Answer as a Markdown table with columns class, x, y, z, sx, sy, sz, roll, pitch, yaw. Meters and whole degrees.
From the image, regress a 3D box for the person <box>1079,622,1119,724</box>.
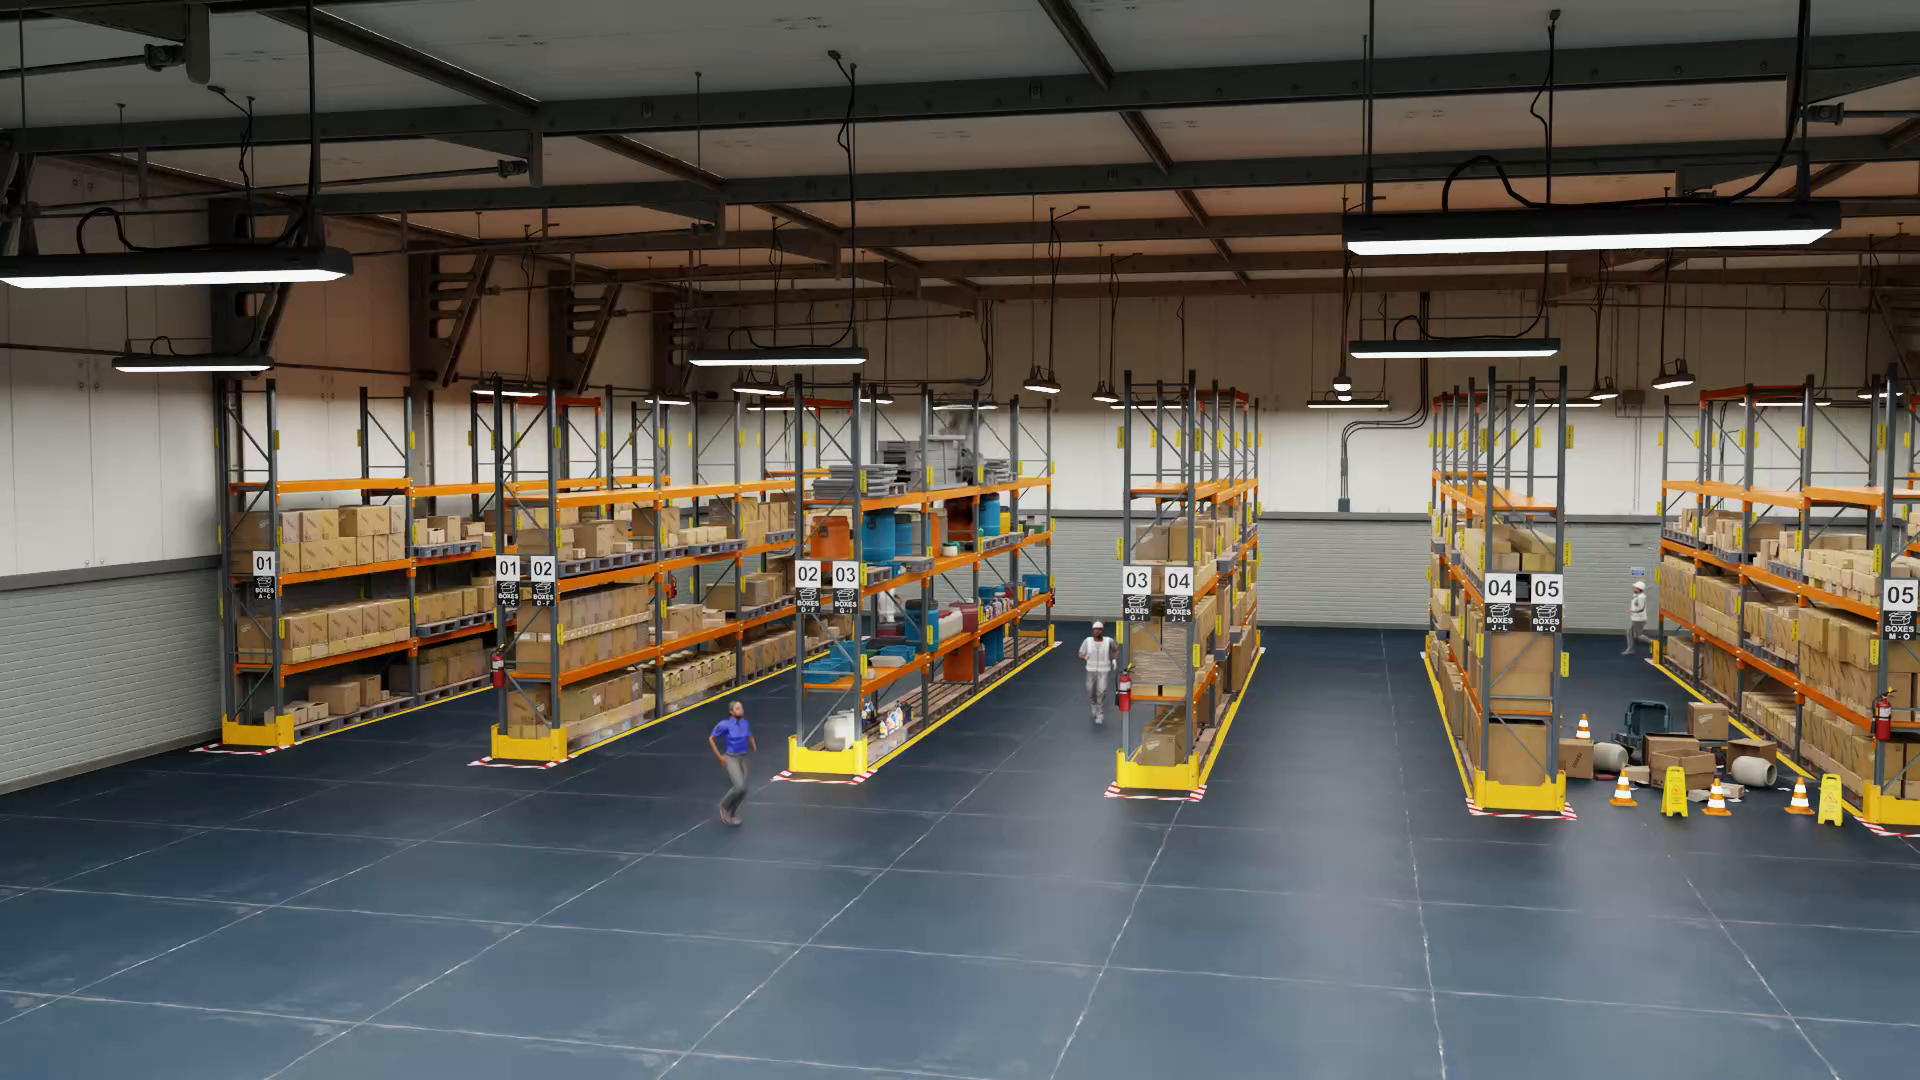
| class | x | y | z | sx | sy | sz | roll | pitch | yaw |
| --- | --- | --- | --- | --- | --- | --- | --- | --- | --- |
| person | 2.443 | 2.327 | 29.447 | 0.696 | 1.761 | 0.991 | 1 | 4 | 12 |

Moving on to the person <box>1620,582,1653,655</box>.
| class | x | y | z | sx | sy | sz | roll | pitch | yaw |
| --- | --- | --- | --- | --- | --- | --- | --- | --- | --- |
| person | 15.792 | 1.835 | 38.586 | 0.830 | 1.751 | 0.697 | 1 | 4 | 19 |

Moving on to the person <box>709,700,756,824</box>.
| class | x | y | z | sx | sy | sz | roll | pitch | yaw |
| --- | --- | --- | --- | --- | --- | --- | --- | --- | --- |
| person | -2.882 | 2.887 | 21.533 | 0.536 | 1.621 | 0.628 | 3 | 5 | 41 |

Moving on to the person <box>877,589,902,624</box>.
| class | x | y | z | sx | sy | sz | roll | pitch | yaw |
| --- | --- | --- | --- | --- | --- | --- | --- | --- | --- |
| person | -1.719 | 1.747 | 38.862 | 0.662 | 1.767 | 1.006 | 0 | 3 | 7 |
